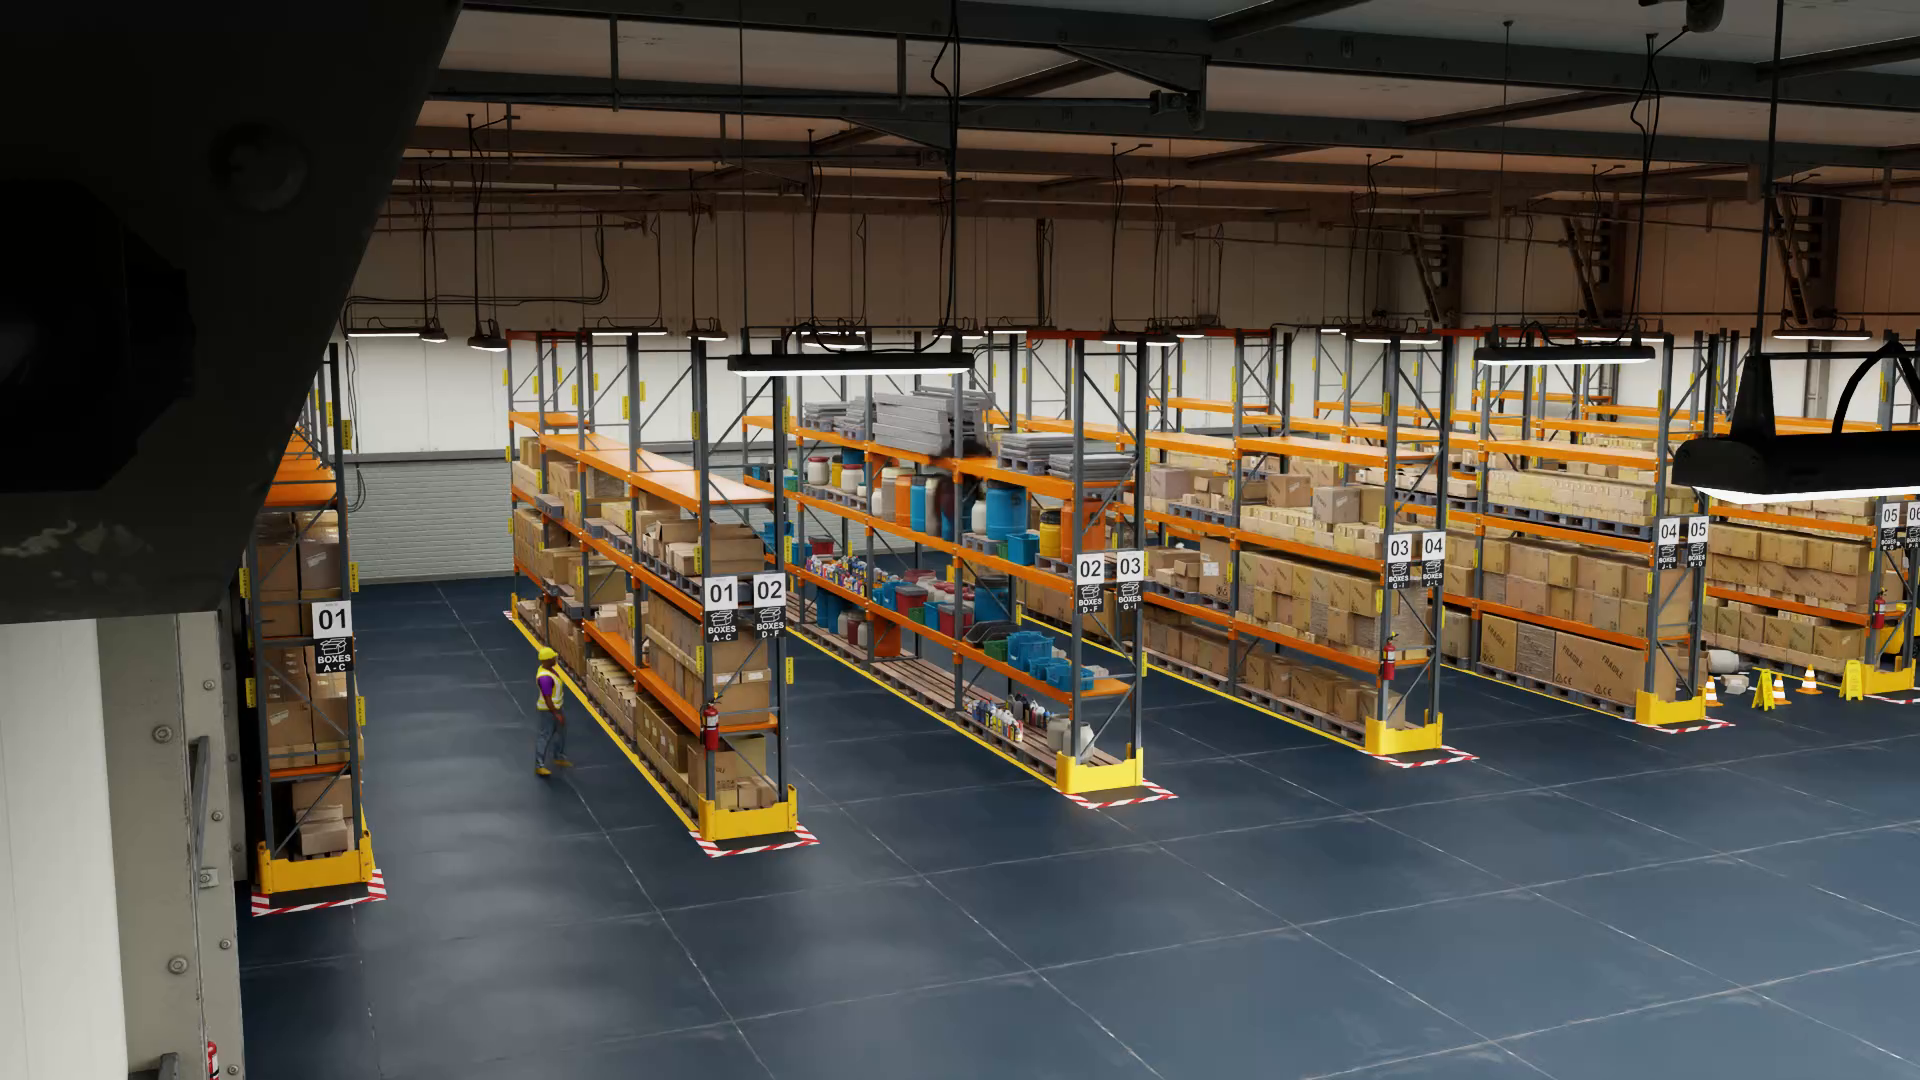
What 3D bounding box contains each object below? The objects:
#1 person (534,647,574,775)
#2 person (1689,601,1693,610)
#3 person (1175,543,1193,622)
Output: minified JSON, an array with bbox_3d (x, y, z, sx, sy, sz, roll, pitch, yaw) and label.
[{"bbox_3d":[-5.637,2.358,23.043,0.515,1.798,0.701,0,8,3],"label":"person"},{"bbox_3d":[15.078,0.798,34.278,0.491,1.784,0.601,1,8,8],"label":"person"},{"bbox_3d":[4.394,0.929,33.273,0.658,1.744,0.992,-3,8,-23],"label":"person"}]
